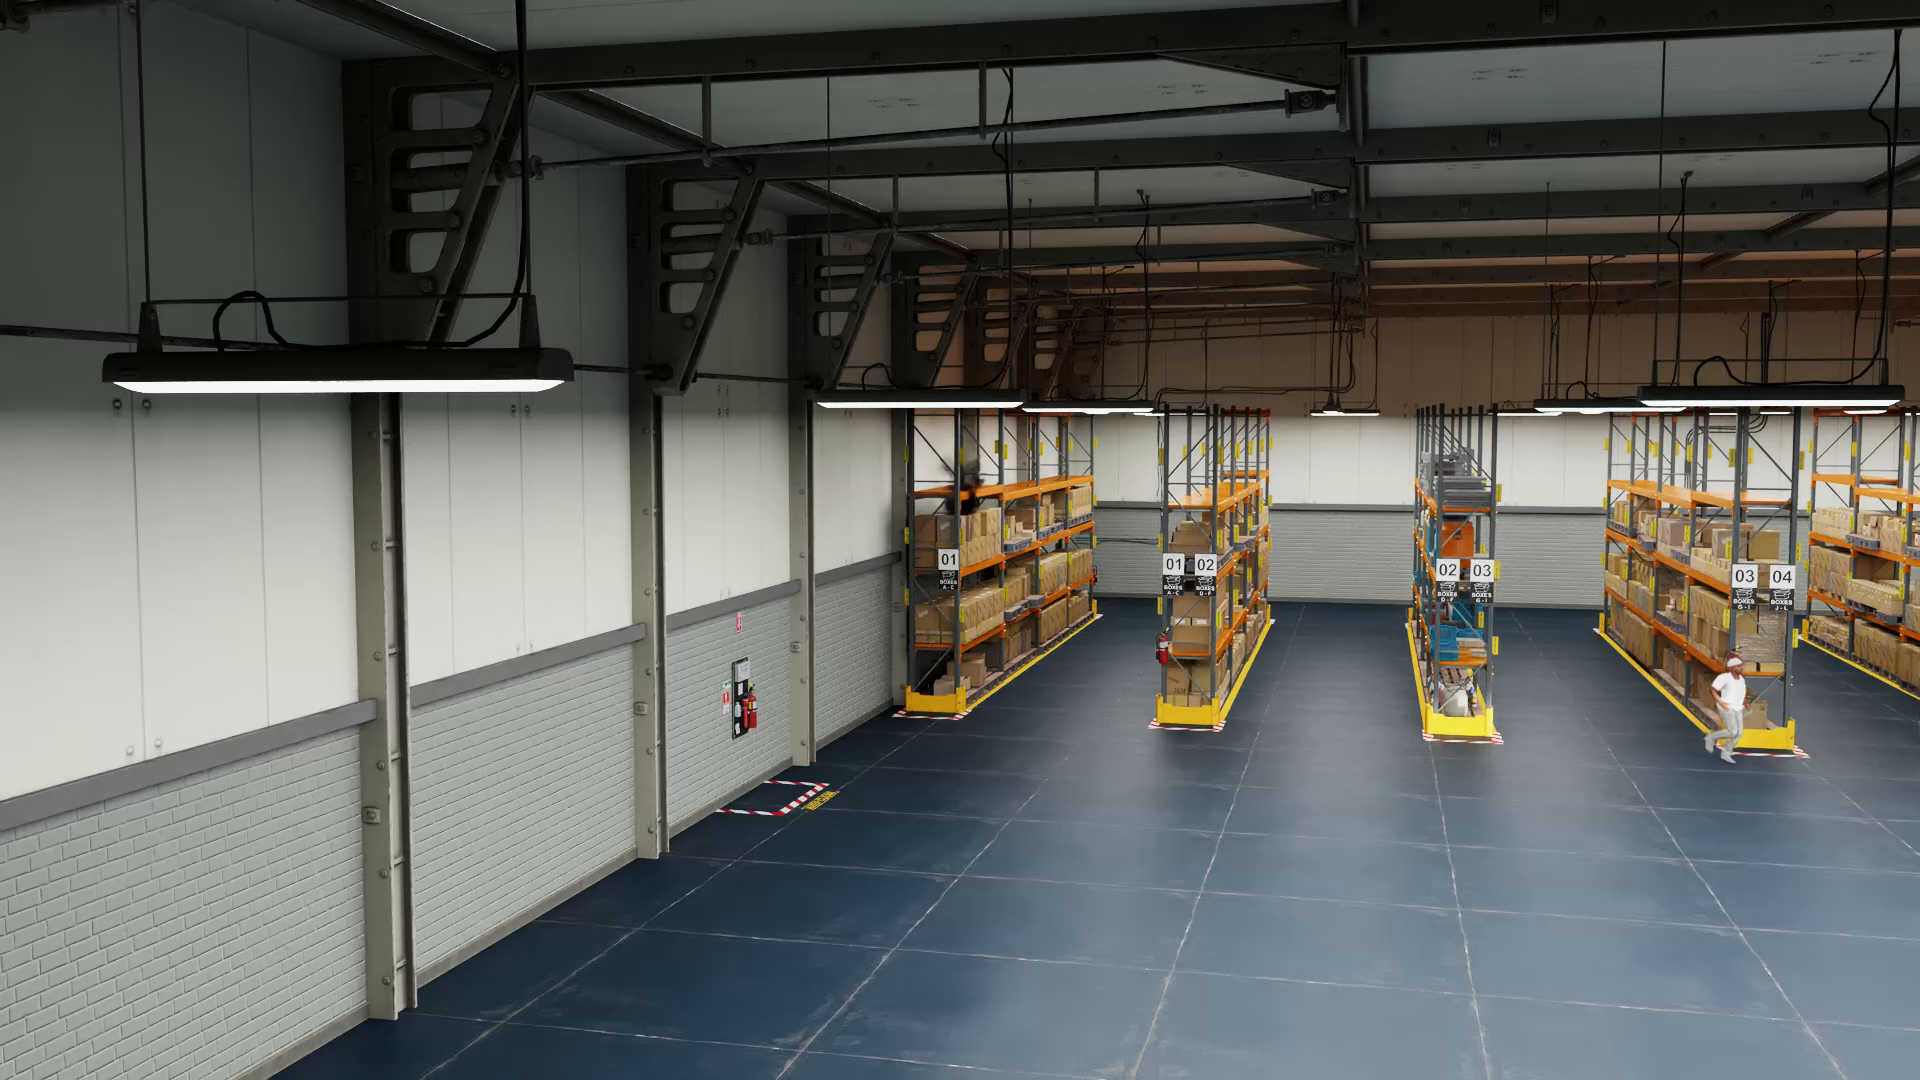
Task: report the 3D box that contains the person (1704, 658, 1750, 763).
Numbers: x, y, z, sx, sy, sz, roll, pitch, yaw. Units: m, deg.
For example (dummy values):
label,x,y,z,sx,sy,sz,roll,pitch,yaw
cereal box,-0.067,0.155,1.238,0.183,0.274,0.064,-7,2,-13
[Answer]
label,x,y,z,sx,sy,sz,roll,pitch,yaw
person,12.949,2.845,27.997,0.721,1.739,0.566,-2,5,-28

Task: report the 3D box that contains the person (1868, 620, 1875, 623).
label,x,y,z,sx,sy,sz,roll,pitch,yaw
person,23.879,1.665,43.622,0.689,1.712,0.655,-1,4,-18
